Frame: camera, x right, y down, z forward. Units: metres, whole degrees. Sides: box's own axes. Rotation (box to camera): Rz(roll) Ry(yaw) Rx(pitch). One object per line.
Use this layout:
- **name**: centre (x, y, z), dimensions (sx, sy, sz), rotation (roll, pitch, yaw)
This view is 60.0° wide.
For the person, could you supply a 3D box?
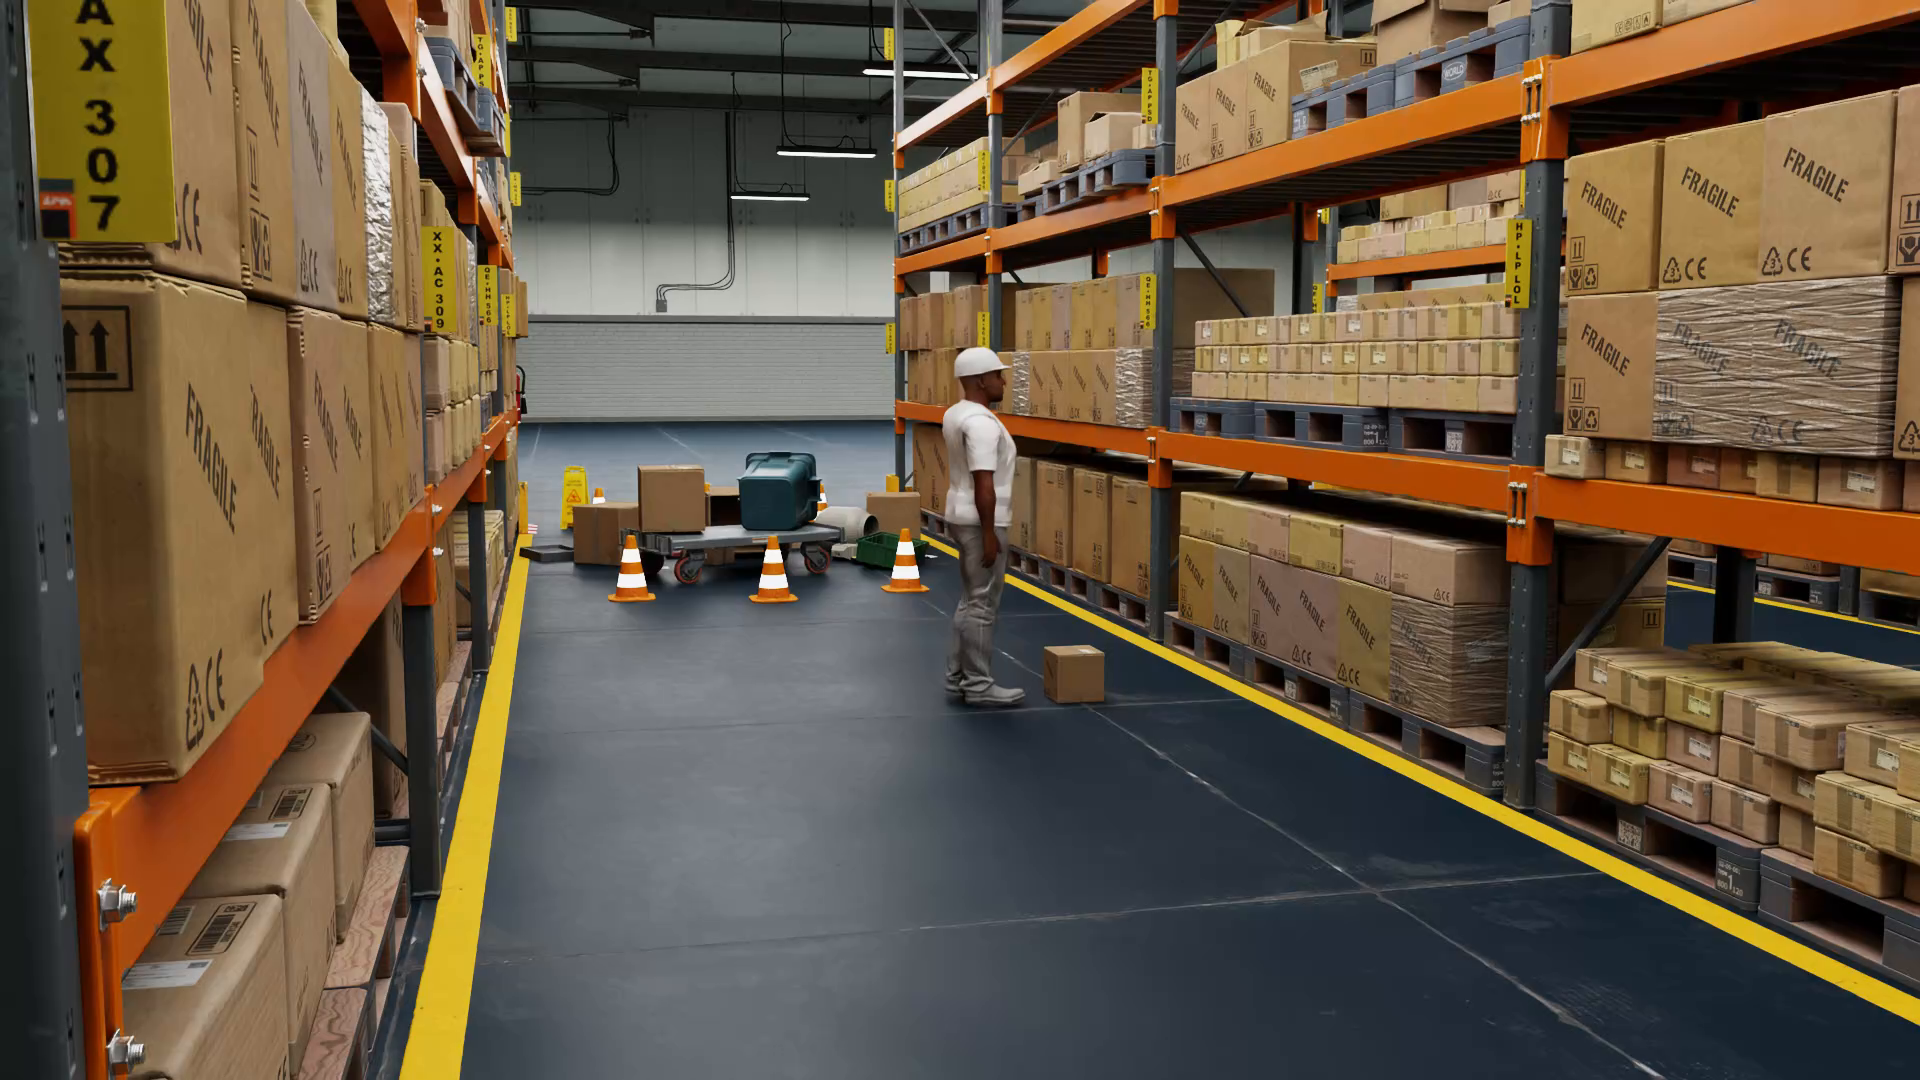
- **person**: centre (0.122, -0.063, 8.337), dimensions (0.376, 1.795, 0.579), rotation (-1, 6, -13)
